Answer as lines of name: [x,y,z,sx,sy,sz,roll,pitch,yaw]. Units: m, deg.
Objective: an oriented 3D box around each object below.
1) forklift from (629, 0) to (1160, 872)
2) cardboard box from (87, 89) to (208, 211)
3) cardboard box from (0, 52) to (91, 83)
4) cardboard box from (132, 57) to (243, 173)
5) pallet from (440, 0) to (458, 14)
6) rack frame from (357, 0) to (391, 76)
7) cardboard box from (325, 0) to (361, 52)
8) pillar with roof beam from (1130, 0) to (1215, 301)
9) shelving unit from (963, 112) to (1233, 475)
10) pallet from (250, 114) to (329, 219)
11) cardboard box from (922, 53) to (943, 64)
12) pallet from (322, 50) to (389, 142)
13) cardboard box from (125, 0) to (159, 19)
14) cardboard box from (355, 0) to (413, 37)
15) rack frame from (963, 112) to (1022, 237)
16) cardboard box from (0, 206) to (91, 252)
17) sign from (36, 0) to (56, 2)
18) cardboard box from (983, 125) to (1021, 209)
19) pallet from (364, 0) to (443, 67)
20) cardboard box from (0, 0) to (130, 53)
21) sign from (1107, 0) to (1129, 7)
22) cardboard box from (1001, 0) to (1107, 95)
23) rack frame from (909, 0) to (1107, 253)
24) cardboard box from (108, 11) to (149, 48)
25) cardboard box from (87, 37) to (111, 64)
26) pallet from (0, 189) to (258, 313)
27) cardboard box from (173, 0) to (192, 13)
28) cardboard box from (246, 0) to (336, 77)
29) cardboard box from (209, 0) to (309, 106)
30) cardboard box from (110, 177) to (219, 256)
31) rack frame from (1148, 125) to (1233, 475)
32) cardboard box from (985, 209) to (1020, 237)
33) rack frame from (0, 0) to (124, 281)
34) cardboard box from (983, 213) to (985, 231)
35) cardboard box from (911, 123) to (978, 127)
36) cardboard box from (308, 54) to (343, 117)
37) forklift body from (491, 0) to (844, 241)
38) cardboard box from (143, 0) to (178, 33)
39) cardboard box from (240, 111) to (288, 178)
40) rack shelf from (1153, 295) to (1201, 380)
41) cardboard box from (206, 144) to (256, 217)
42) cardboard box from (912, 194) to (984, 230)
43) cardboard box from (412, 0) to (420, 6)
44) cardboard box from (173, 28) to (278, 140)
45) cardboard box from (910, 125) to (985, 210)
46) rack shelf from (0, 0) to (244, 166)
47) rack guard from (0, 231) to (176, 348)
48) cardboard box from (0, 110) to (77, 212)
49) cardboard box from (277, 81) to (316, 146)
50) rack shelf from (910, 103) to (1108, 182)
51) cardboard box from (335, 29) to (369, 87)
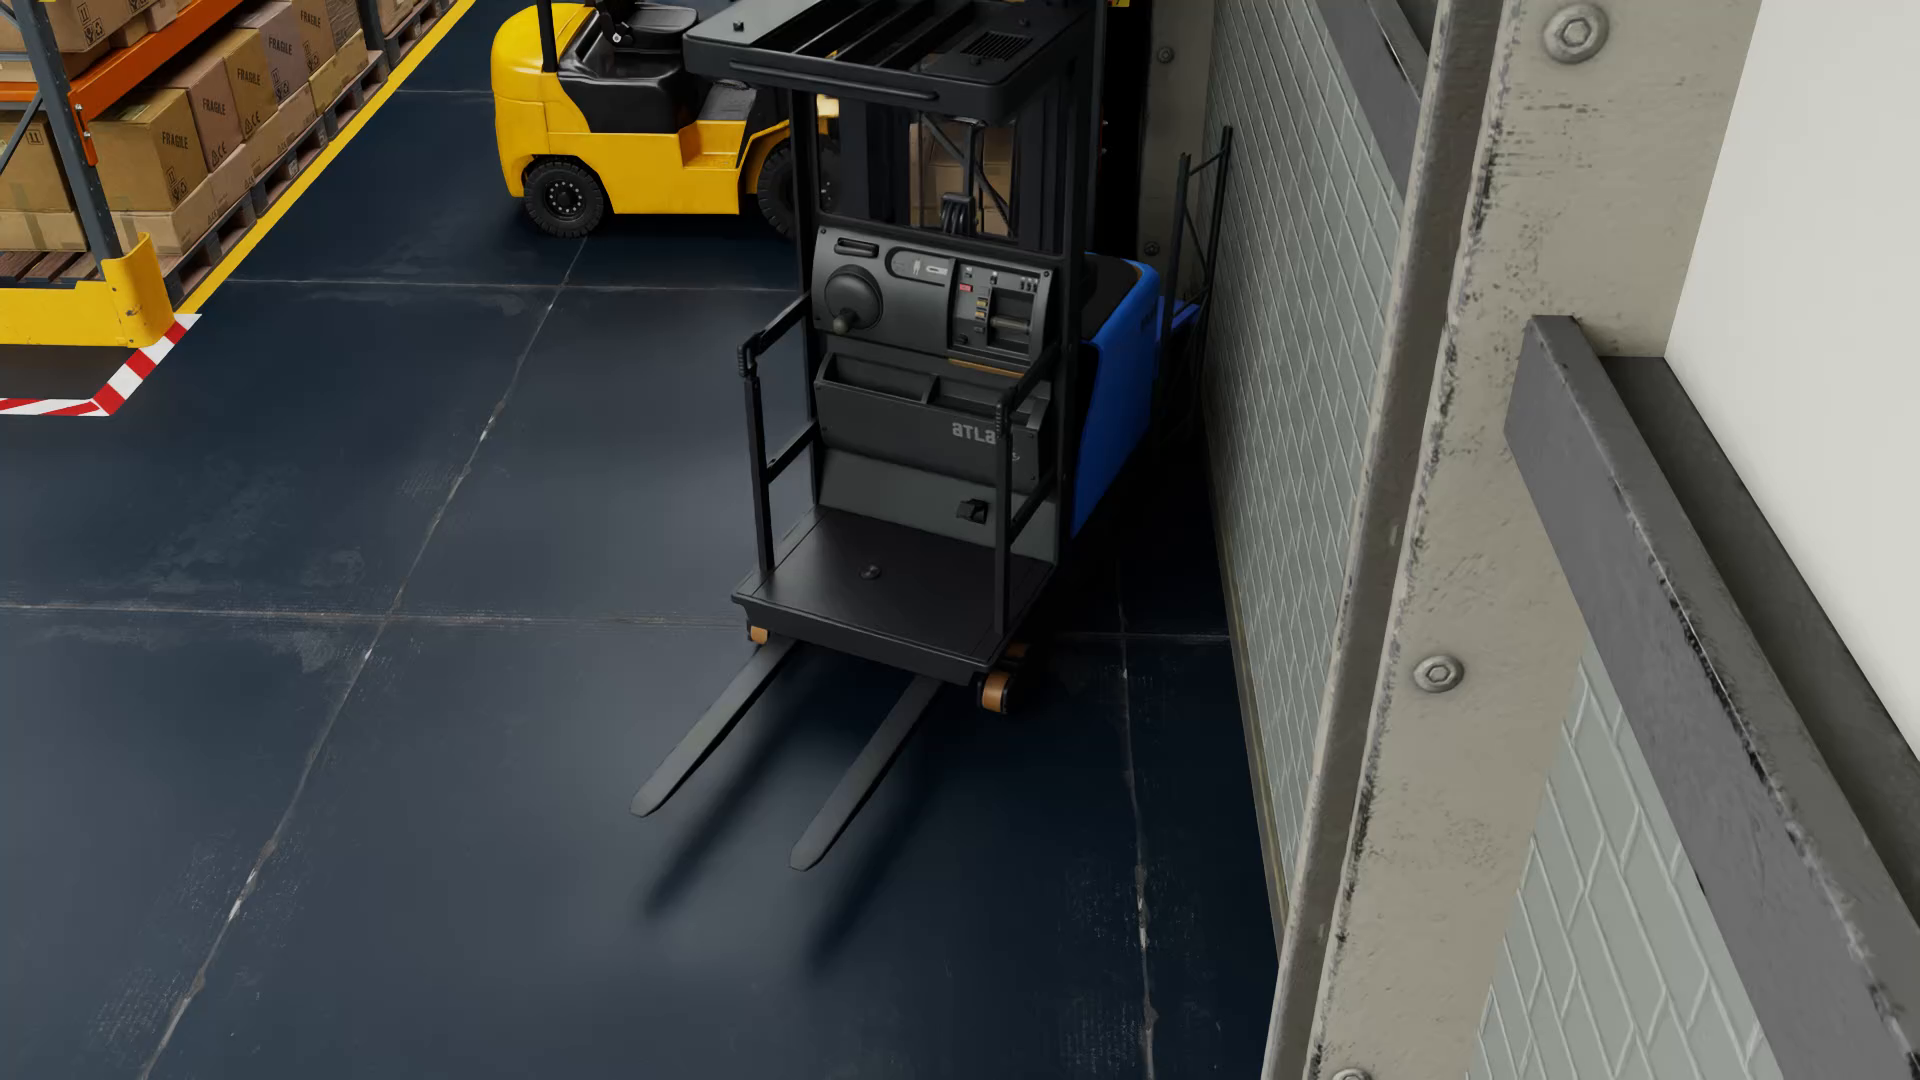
forklift: [-0.194,-0.825,5.875,1.130,2.935,3.031,14,38,19]
cardboard box: [-4.488,-2.122,9.034,0.500,0.500,0.500,0,35,0]
cardboard box: [-4.577,-2.385,8.253,0.380,0.149,0.250,1,35,2]
cardboard box: [-4.471,-2.422,9.461,0.500,0.500,0.500,0,35,0]
pallet: [-4.560,-4.605,13.618,1.003,0.211,1.213,1,35,2]
rack frame: [-4.636,-4.595,11.180,1.000,3.000,0.127,1,35,2]
cardboard box: [-4.392,-3.603,11.142,0.500,0.500,0.500,1,35,1]
pillar with roof beam: [-3.210,-5.118,6.706,9.100,9.000,0.400,1,35,2]
shelving unit: [0.577,-1.196,7.624,1.048,1.500,0.538,18,35,24]
pallet: [-4.674,-2.365,10.431,1.003,0.211,1.213,1,35,2]
cardboard box: [-0.080,-2.514,8.132,0.500,0.500,0.500,1,35,1]
pallet: [-4.628,-3.068,11.431,1.003,0.211,1.213,1,35,2]
cardboard box: [-4.483,-3.023,8.597,0.500,0.500,0.500,2,35,3]
cardboard box: [-4.618,-3.993,12.244,0.950,0.372,0.625,2,35,2]
rack frame: [0.137,-1.343,7.833,0.032,1.500,0.500,18,35,24]
cardboard box: [-5.032,-1.828,9.269,0.500,0.250,0.500,1,35,2]
sign: [-4.255,-2.639,7.643,0.100,0.325,0.005,1,35,2]
cardboard box: [0.371,-1.912,8.519,0.500,0.250,0.500,1,35,1]
pallet: [-4.607,-3.902,12.618,1.003,0.211,1.213,1,35,2]
cardboard box: [-4.501,-2.725,8.174,0.500,0.500,0.500,1,35,1]
sign: [0.717,-2.555,7.455,0.100,0.325,0.005,1,35,2]
cardboard box: [0.460,-2.504,8.117,0.500,0.500,0.500,2,35,3]
rack frame: [0.163,-2.185,7.750,1.000,3.000,0.127,1,35,2]
cardboard box: [-4.489,-2.681,8.674,0.380,0.149,0.250,0,35,0]
cardboard box: [-4.581,-2.530,8.460,0.380,0.149,0.250,2,35,3]
pallet: [-4.726,-1.666,9.437,1.003,0.211,1.213,1,35,2]
cardboard box: [-4.456,-2.975,9.093,0.380,0.149,0.250,2,35,3]
cardboard box: [-4.411,-3.311,10.726,0.500,0.500,0.500,2,35,3]
cardboard box: [-4.430,-3.017,10.309,0.500,0.500,0.500,3,35,4]
cardboard box: [-4.488,-1.801,9.230,0.500,0.250,0.500,1,35,1]
rack frame: [1.016,-1.049,7.415,0.032,1.500,0.500,18,35,24]
cardboard box: [0.389,-1.701,8.653,0.500,0.250,0.500,2,35,3]
rack frame: [-4.797,-2.297,7.910,1.000,3.000,0.127,1,35,2]
cardboard box: [-0.105,-1.794,9.220,0.500,0.250,0.500,1,35,2]
cardboard box: [-0.116,-2.206,8.936,0.500,0.250,0.500,2,35,3]
cardboard box: [-4.403,-2.990,10.922,0.500,0.250,0.500,0,35,1]
forklift body: [-1.584,-2.969,9.604,2.313,2.155,1.214,1,35,2]
cardboard box: [-4.433,-2.825,8.880,0.380,0.149,0.250,2,35,3]
cardboard box: [-4.451,-2.408,10.094,0.500,0.250,0.500,4,35,5]
rack shelf: [0.570,-1.043,7.717,1.000,0.185,0.538,18,35,24]
cardboard box: [-4.460,-2.094,9.647,0.500,0.250,0.500,3,35,4]
cardboard box: [-0.130,-1.723,8.684,0.500,0.250,0.500,1,35,1]
cardboard box: [-4.592,-4.407,12.831,0.950,0.372,0.625,3,35,5]
cardboard box: [-4.443,-2.710,9.871,0.500,0.500,0.500,2,35,3]
cardboard box: [-0.130,-1.912,8.519,0.500,0.250,0.500,2,35,3]
rack shelf: [-4.717,-3.152,9.752,1.077,0.370,4.000,1,35,2]
rack guard: [-4.794,-1.318,8.691,1.175,0.500,0.348,1,35,2]
cardboard box: [-5.025,-2.117,9.028,0.500,0.500,0.500,2,35,2]
cardboard box: [-4.428,-2.698,10.506,0.500,0.250,0.500,2,35,3]
rack shelf: [0.243,-3.039,9.592,1.077,0.370,4.000,1,35,2]
cardboard box: [-4.392,-3.296,11.358,0.500,0.250,0.500,3,35,4]
